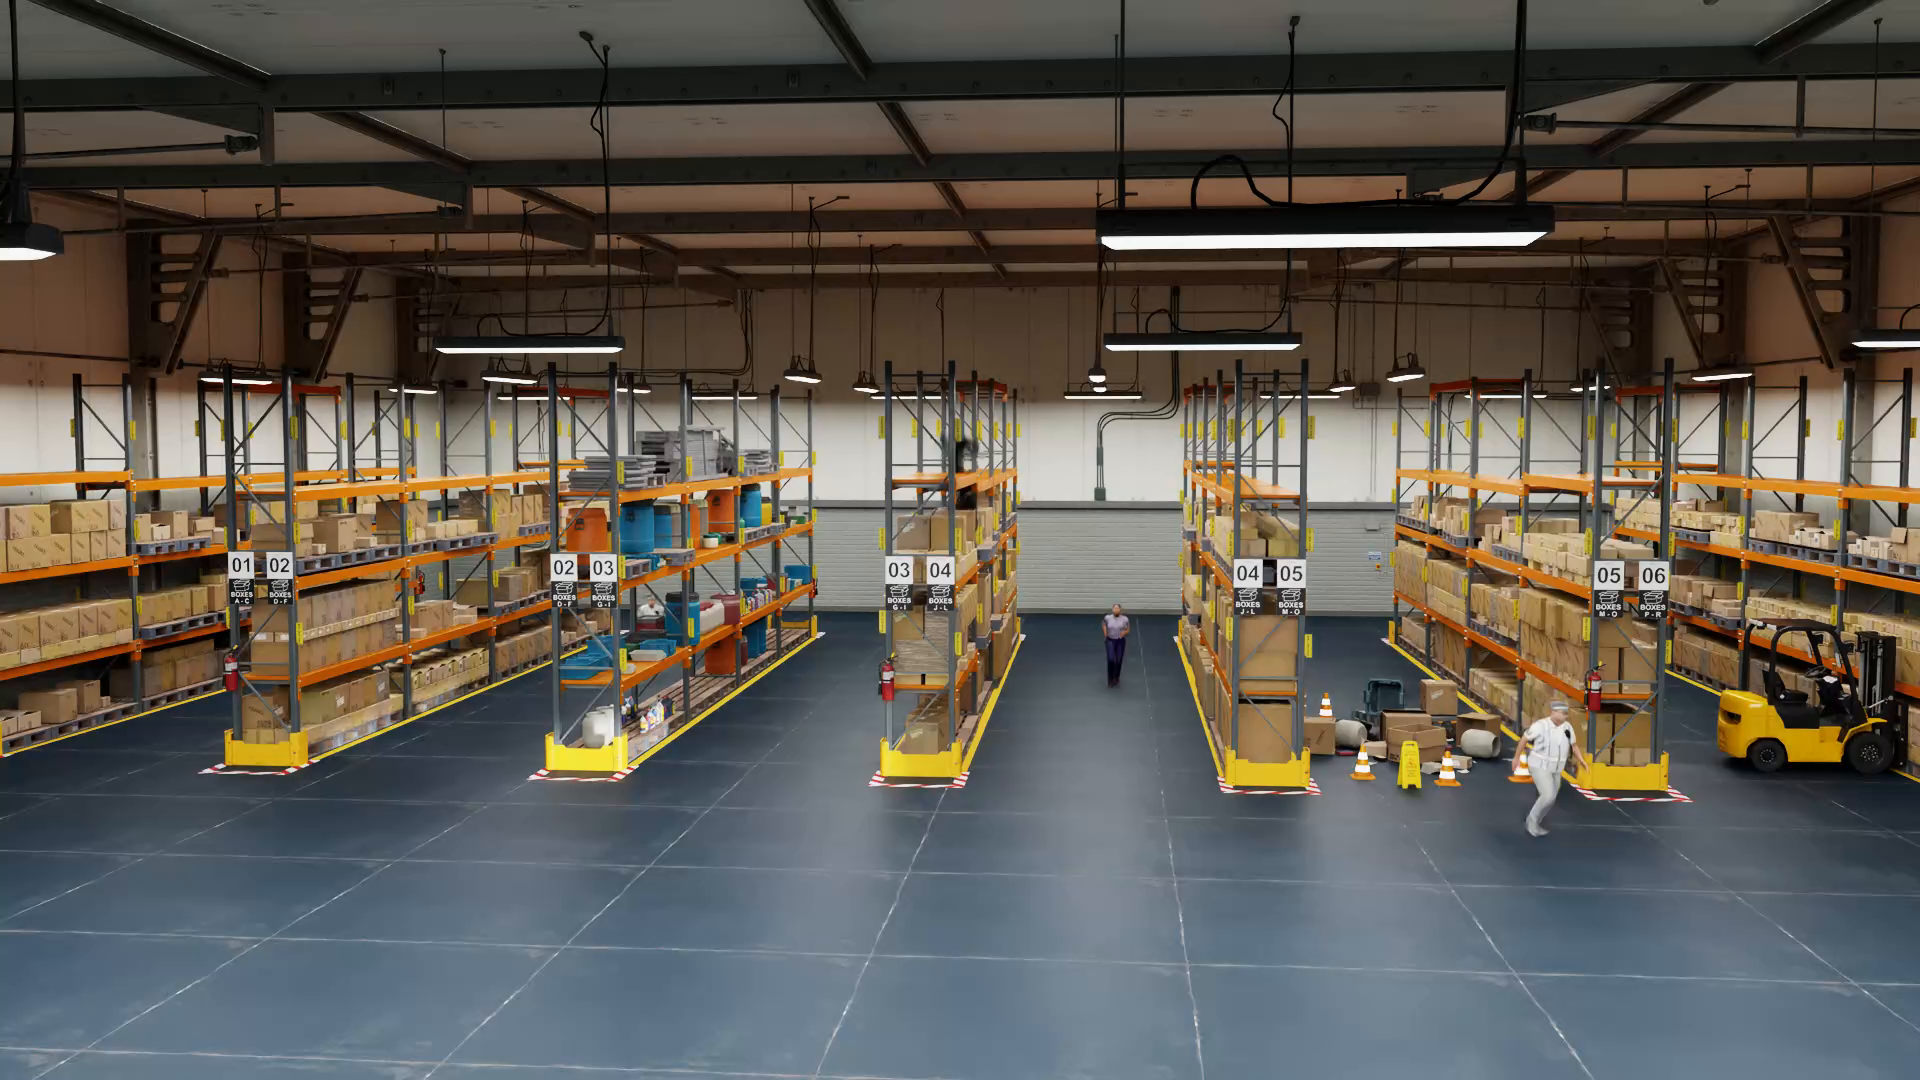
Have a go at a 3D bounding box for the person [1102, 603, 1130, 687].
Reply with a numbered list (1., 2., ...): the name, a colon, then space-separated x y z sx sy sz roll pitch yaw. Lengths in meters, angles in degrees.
1. person: 3.066 2.060 32.631 0.507 1.666 0.800 0 4 -3

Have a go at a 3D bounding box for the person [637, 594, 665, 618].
1. person: -6.473 1.914 34.808 0.600 1.613 0.684 -1 4 -11

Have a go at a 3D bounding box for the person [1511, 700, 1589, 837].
1. person: 7.263 2.799 20.369 0.643 1.702 0.809 -2 4 -23
